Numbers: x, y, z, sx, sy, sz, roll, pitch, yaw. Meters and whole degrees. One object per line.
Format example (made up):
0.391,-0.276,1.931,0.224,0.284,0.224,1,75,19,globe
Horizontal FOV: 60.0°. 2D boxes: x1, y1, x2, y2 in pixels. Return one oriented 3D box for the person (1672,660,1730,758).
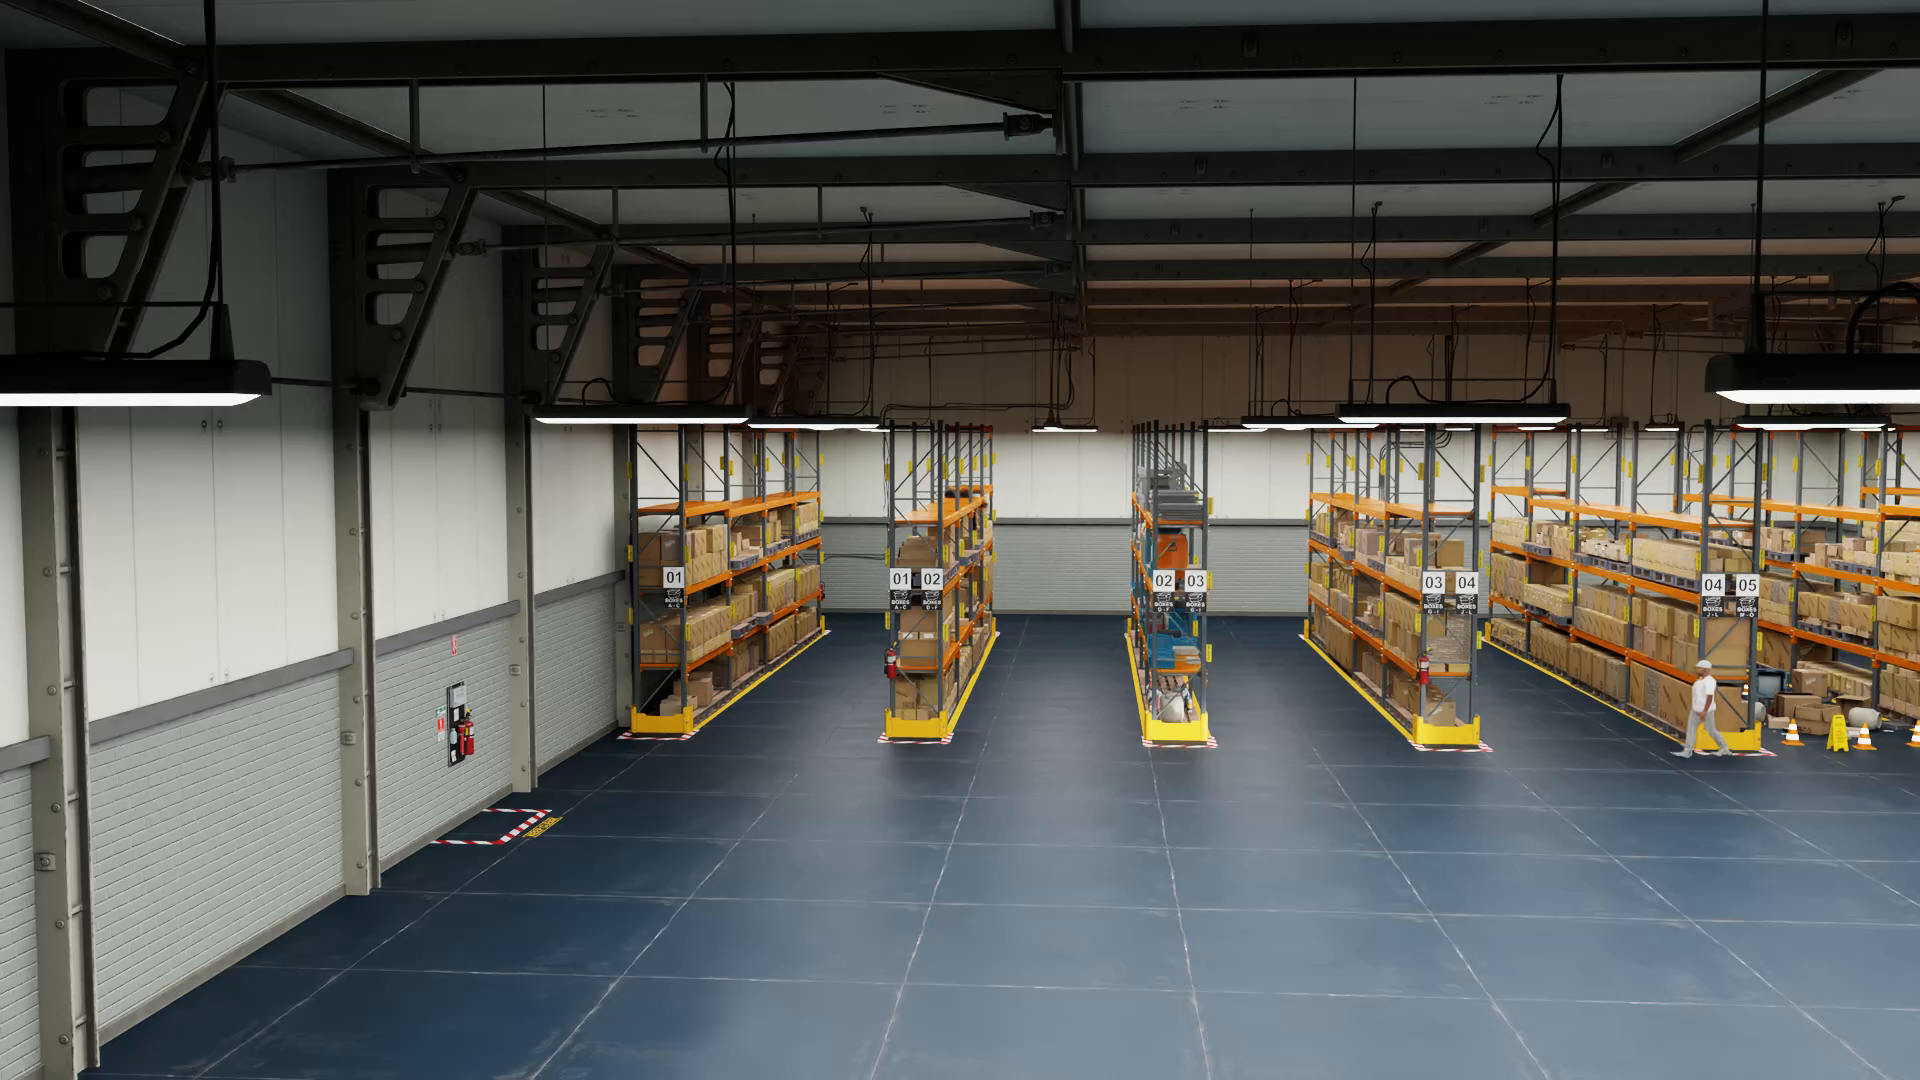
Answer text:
13.118,2.998,29.360,0.953,1.742,0.557,-1,4,-10,person
